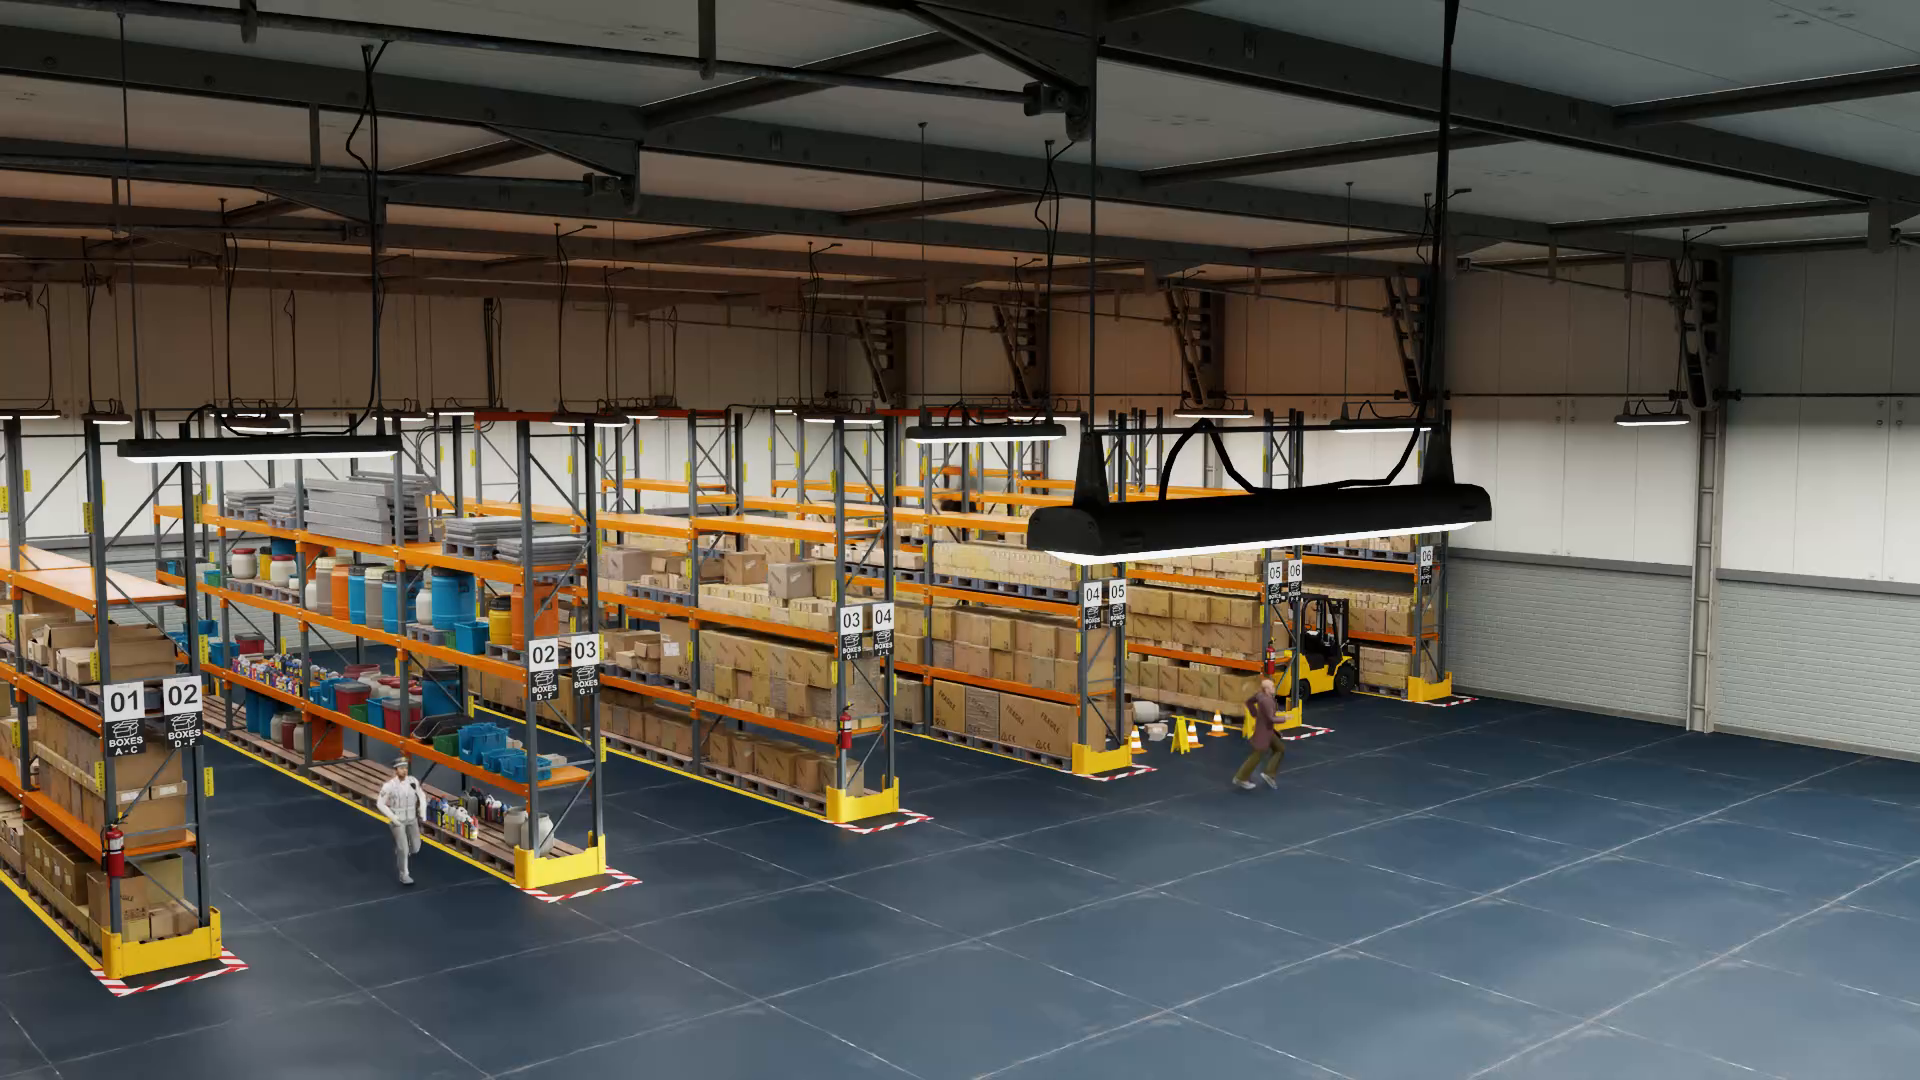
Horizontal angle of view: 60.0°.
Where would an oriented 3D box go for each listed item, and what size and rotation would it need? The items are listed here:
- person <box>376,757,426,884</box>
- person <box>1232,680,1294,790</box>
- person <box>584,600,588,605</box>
[{"bbox_3d":[-7.245,3.607,21.583,0.667,1.643,0.565,-5,7,-43],"label":"person"},{"bbox_3d":[4.843,3.117,26.571,0.960,1.801,0.728,1,5,8],"label":"person"},{"bbox_3d":[-8.595,2.212,37.950,0.621,1.659,0.865,-4,6,-37],"label":"person"}]
